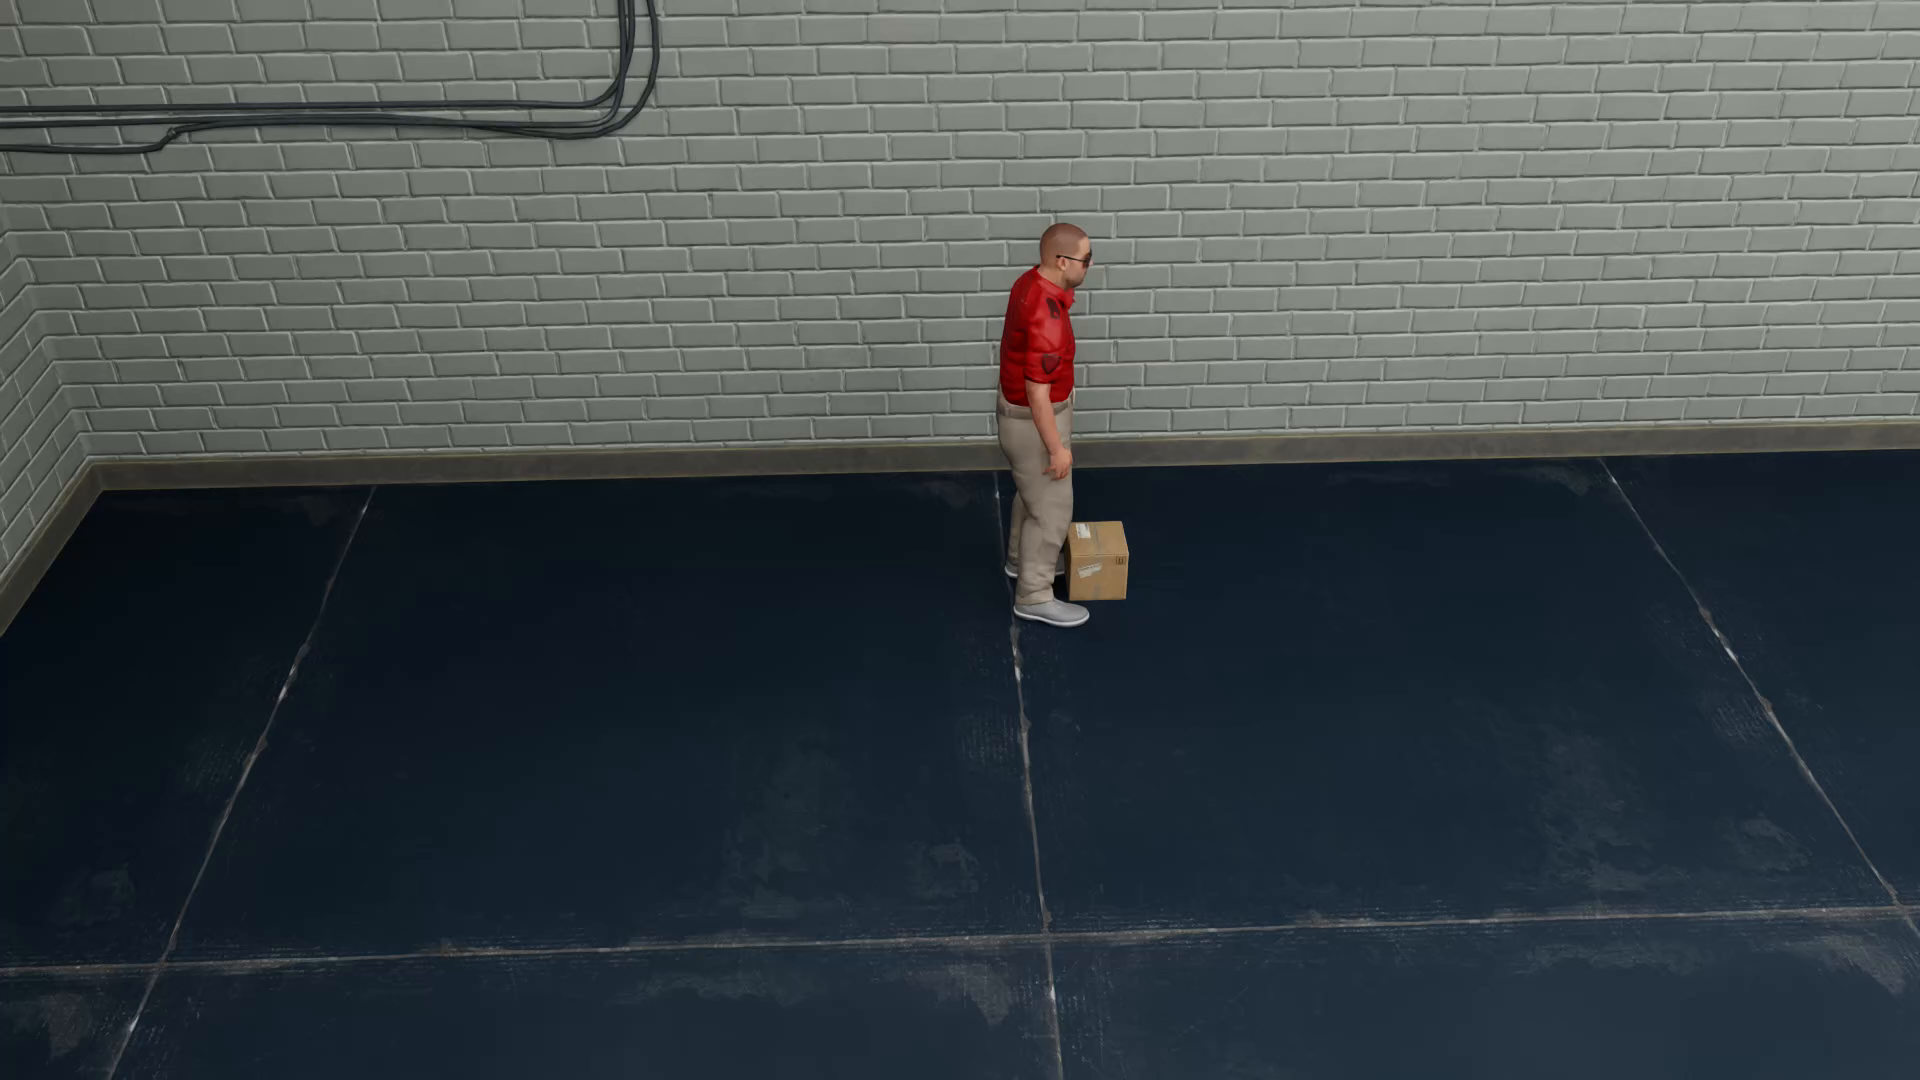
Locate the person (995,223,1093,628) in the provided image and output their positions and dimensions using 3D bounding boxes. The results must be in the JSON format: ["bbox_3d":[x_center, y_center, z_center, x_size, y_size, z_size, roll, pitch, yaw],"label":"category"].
[{"bbox_3d":[0.350,-0.490,6.856,0.396,1.727,0.586,-1,35,-2],"label":"person"}]
